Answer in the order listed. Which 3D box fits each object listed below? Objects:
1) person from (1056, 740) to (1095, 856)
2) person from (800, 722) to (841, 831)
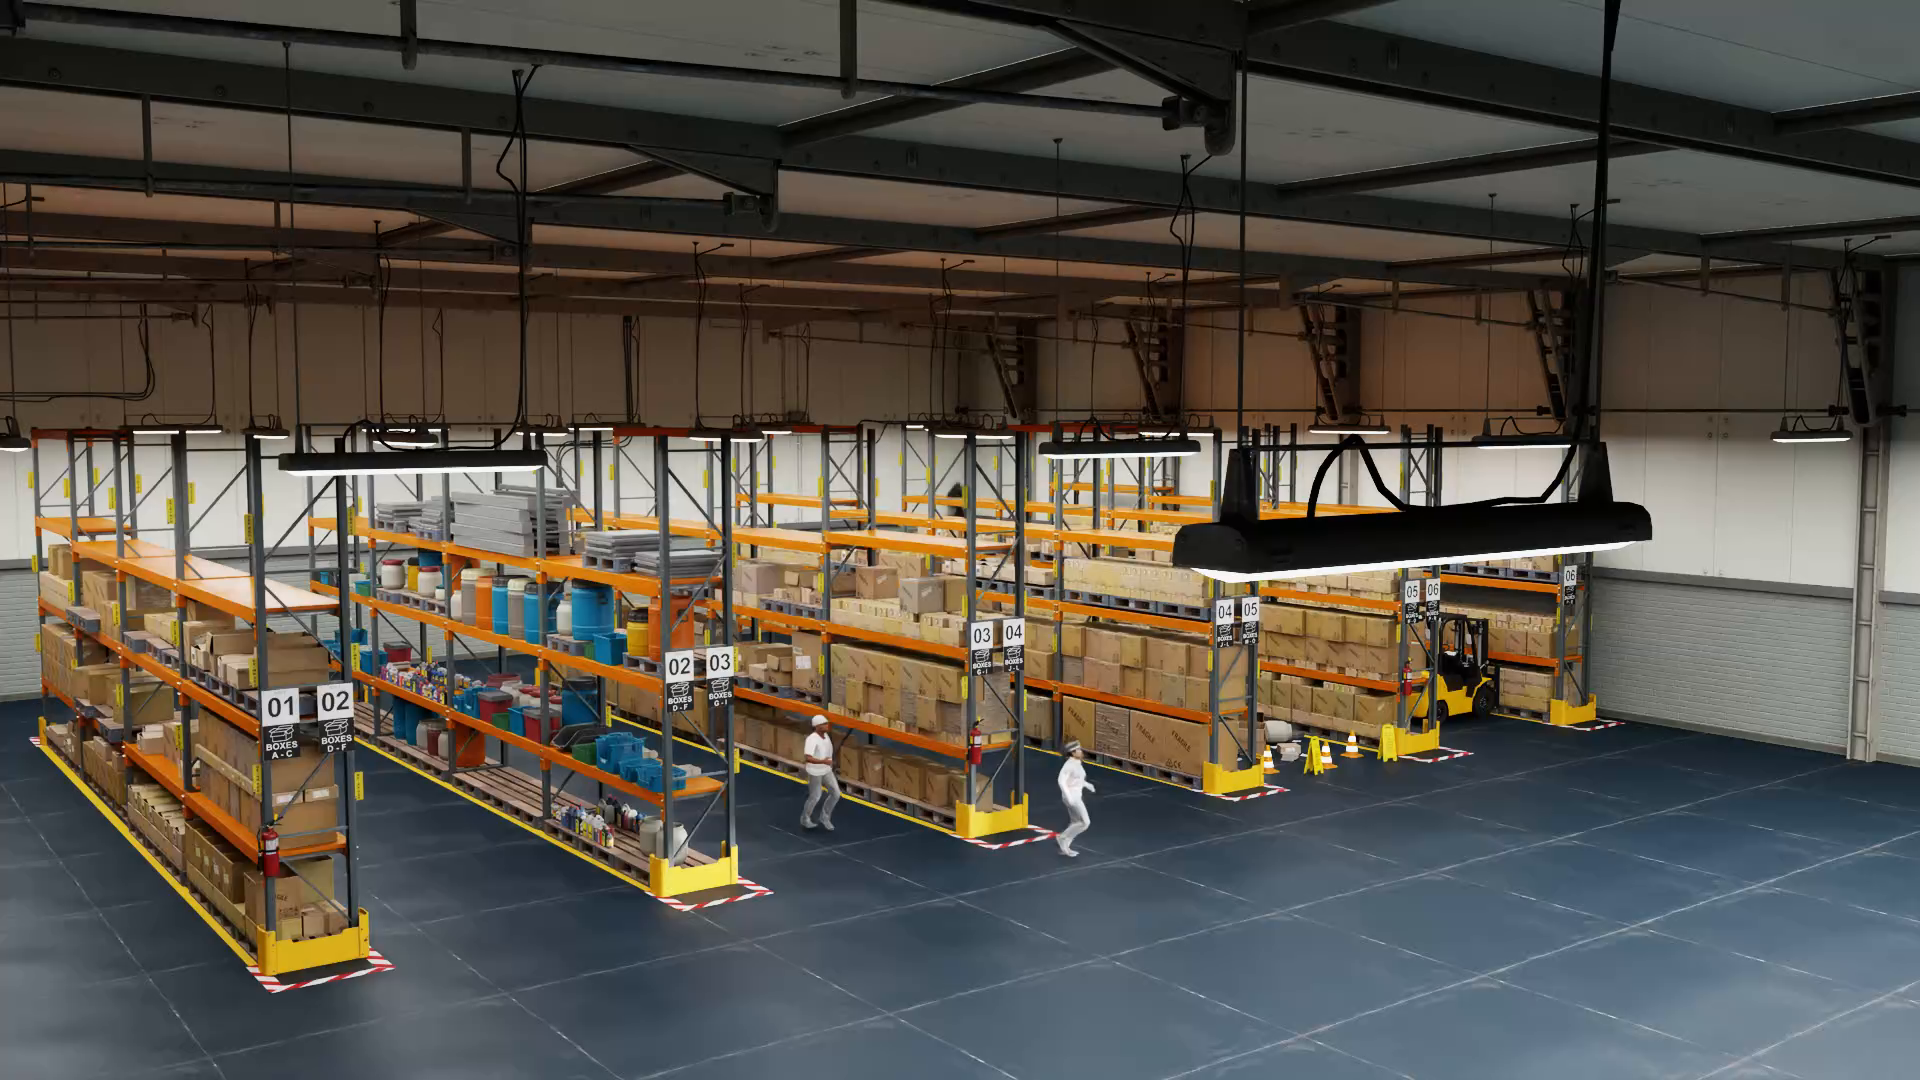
[{"bbox_3d":[1.634,3.656,23.520,0.533,1.666,0.537,1,5,8],"label":"person"},{"bbox_3d":[-2.093,3.523,24.920,0.734,1.751,0.681,3,5,32],"label":"person"}]
